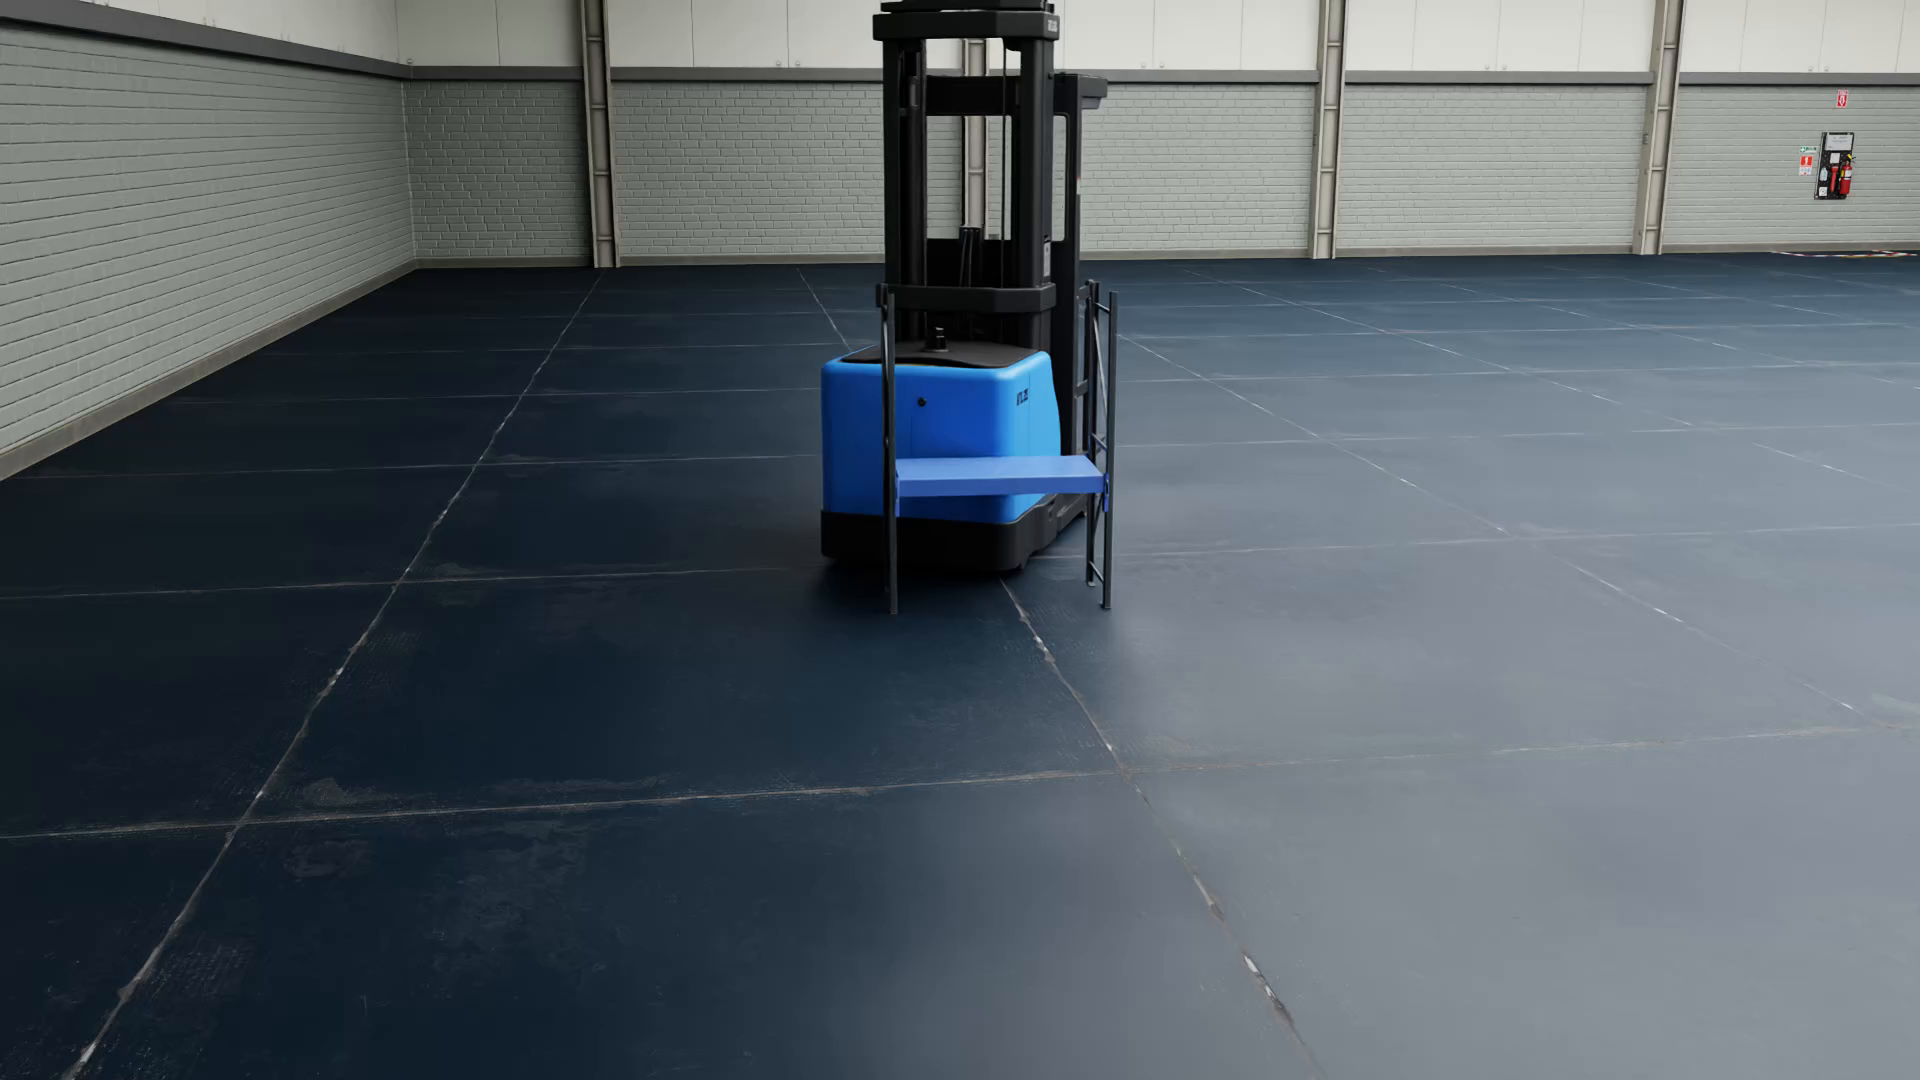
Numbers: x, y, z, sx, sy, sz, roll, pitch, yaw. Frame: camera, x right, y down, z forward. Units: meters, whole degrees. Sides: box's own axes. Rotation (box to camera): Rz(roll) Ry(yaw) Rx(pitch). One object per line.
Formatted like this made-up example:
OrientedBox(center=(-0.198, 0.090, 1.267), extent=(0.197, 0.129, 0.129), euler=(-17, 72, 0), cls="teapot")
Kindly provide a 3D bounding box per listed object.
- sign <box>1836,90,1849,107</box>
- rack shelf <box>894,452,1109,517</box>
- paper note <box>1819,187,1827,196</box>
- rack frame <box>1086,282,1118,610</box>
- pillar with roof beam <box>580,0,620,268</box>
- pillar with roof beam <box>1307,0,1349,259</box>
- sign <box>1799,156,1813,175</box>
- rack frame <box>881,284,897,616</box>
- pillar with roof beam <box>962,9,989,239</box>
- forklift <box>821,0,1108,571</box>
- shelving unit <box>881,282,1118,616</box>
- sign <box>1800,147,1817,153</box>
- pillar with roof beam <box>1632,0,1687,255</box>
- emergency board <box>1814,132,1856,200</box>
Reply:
OrientedBox(center=(15.580, -7.792, 29.362), extent=(0.199, 0.298, 0.001), euler=(-2, 14, -8), cls="sign")
OrientedBox(center=(0.169, -0.269, 7.952), extent=(1.000, 0.185, 0.538), euler=(-1, 14, -6), cls="rack shelf")
OrientedBox(center=(15.418, -6.227, 29.697), extent=(0.142, 0.148, 0.016), euler=(-2, 14, -8), cls="paper note")
OrientedBox(center=(0.675, -0.457, 7.960), extent=(0.032, 1.500, 0.500), euler=(-1, 14, -6), cls="rack frame")
OrientedBox(center=(-5.038, -7.729, 21.543), extent=(0.400, 9.000, 9.100), euler=(-2, 14, -8), cls="pillar with roof beam")
OrientedBox(center=(6.828, -8.164, 23.277), extent=(0.400, 9.000, 9.100), euler=(-2, 14, -8), cls="pillar with roof beam")
OrientedBox(center=(15.041, -6.666, 29.564), extent=(0.234, 0.329, 0.001), euler=(-2, 14, -8), cls="sign")
OrientedBox(center=(-0.336, -0.431, 7.857), extent=(0.032, 1.500, 0.500), euler=(-1, 14, -6), cls="rack frame")
OrientedBox(center=(0.895, -7.947, 22.410), extent=(0.400, 9.000, 9.100), euler=(-2, 14, -8), cls="pillar with roof beam")
OrientedBox(center=(0.200, -1.580, 9.496), extent=(1.130, 2.935, 3.031), euler=(4, 15, 17), cls="forklift")
OrientedBox(center=(0.169, -0.444, 7.909), extent=(1.048, 1.500, 0.538), euler=(-1, 14, -6), cls="shelving unit")
OrientedBox(center=(15.047, -6.921, 29.492), extent=(0.331, 0.109, 0.001), euler=(-2, 14, -8), cls="sign")
OrientedBox(center=(12.761, -8.382, 24.144), extent=(0.400, 9.000, 9.100), euler=(-2, 14, -8), cls="pillar with roof beam")
OrientedBox(center=(15.603, -6.644, 29.549), extent=(0.643, 1.169, 0.194), euler=(-2, 14, -8), cls="emergency board")
